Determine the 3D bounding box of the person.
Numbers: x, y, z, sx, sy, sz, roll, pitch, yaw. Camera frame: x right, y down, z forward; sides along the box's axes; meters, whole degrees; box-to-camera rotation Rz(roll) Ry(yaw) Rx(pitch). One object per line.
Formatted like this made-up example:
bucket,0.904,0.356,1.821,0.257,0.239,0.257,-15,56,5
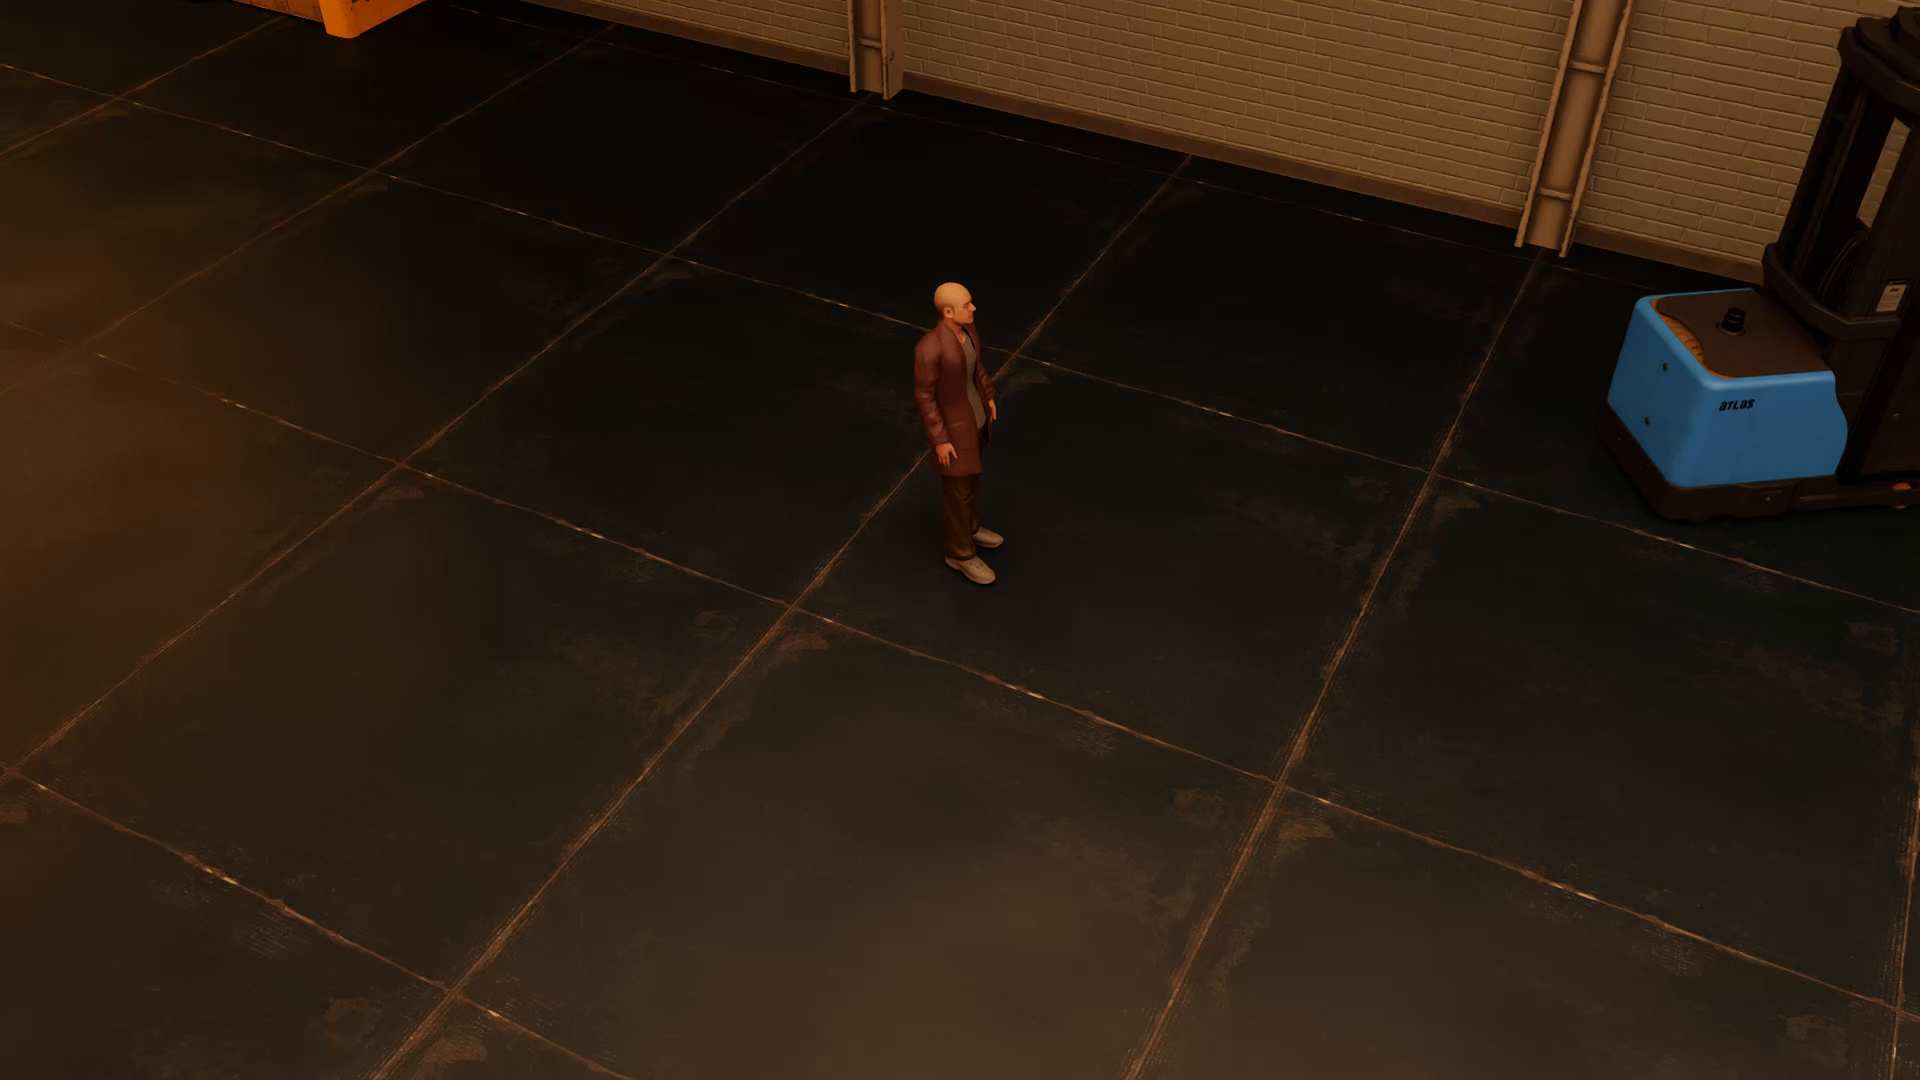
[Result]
person,0.080,-0.656,9.649,0.579,1.778,0.698,18,43,21

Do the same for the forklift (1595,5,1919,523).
forklift,5.770,-1.653,9.949,3.031,2.935,1.130,-5,40,-6
